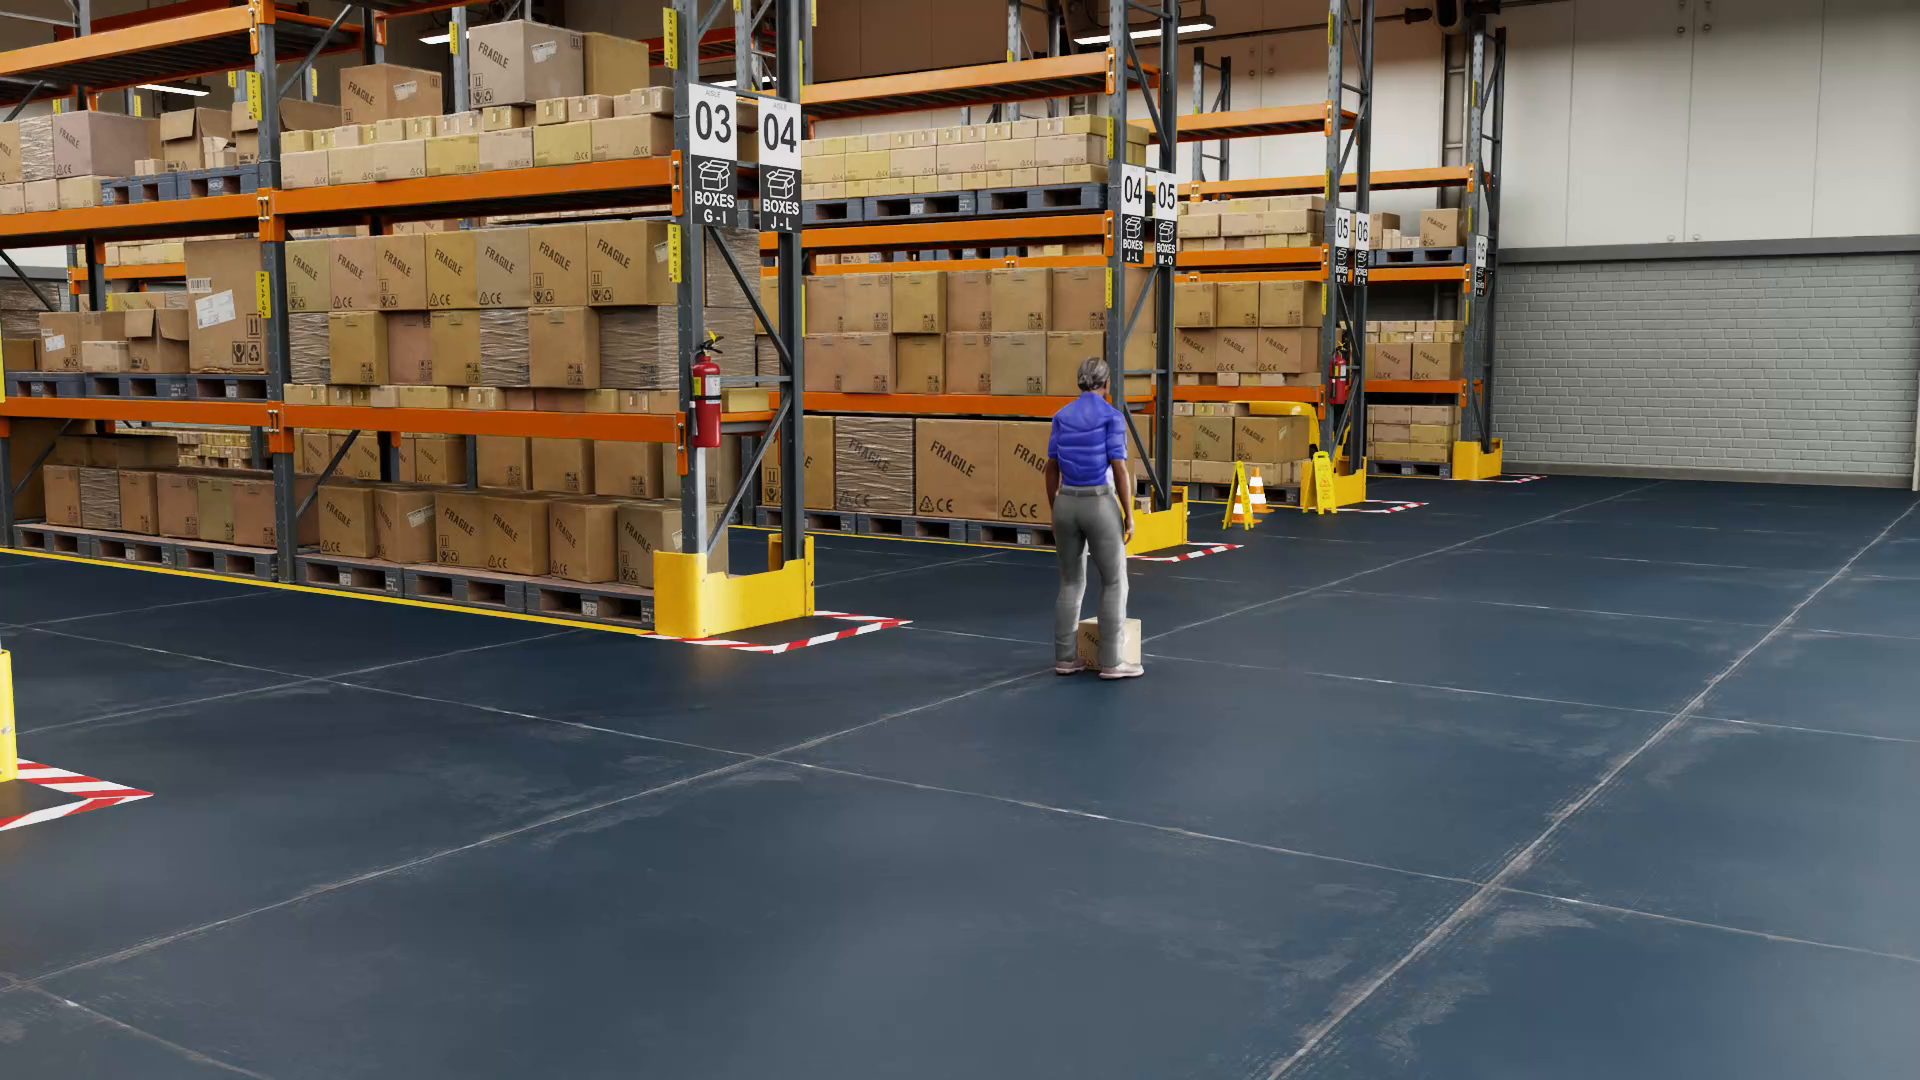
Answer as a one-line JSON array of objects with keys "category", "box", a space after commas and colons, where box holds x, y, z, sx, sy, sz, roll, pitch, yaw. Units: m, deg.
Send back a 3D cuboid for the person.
[{"category": "person", "box": [0.678, -0.120, 8.595, 0.503, 1.654, 0.349, 4, 8, 33]}]
